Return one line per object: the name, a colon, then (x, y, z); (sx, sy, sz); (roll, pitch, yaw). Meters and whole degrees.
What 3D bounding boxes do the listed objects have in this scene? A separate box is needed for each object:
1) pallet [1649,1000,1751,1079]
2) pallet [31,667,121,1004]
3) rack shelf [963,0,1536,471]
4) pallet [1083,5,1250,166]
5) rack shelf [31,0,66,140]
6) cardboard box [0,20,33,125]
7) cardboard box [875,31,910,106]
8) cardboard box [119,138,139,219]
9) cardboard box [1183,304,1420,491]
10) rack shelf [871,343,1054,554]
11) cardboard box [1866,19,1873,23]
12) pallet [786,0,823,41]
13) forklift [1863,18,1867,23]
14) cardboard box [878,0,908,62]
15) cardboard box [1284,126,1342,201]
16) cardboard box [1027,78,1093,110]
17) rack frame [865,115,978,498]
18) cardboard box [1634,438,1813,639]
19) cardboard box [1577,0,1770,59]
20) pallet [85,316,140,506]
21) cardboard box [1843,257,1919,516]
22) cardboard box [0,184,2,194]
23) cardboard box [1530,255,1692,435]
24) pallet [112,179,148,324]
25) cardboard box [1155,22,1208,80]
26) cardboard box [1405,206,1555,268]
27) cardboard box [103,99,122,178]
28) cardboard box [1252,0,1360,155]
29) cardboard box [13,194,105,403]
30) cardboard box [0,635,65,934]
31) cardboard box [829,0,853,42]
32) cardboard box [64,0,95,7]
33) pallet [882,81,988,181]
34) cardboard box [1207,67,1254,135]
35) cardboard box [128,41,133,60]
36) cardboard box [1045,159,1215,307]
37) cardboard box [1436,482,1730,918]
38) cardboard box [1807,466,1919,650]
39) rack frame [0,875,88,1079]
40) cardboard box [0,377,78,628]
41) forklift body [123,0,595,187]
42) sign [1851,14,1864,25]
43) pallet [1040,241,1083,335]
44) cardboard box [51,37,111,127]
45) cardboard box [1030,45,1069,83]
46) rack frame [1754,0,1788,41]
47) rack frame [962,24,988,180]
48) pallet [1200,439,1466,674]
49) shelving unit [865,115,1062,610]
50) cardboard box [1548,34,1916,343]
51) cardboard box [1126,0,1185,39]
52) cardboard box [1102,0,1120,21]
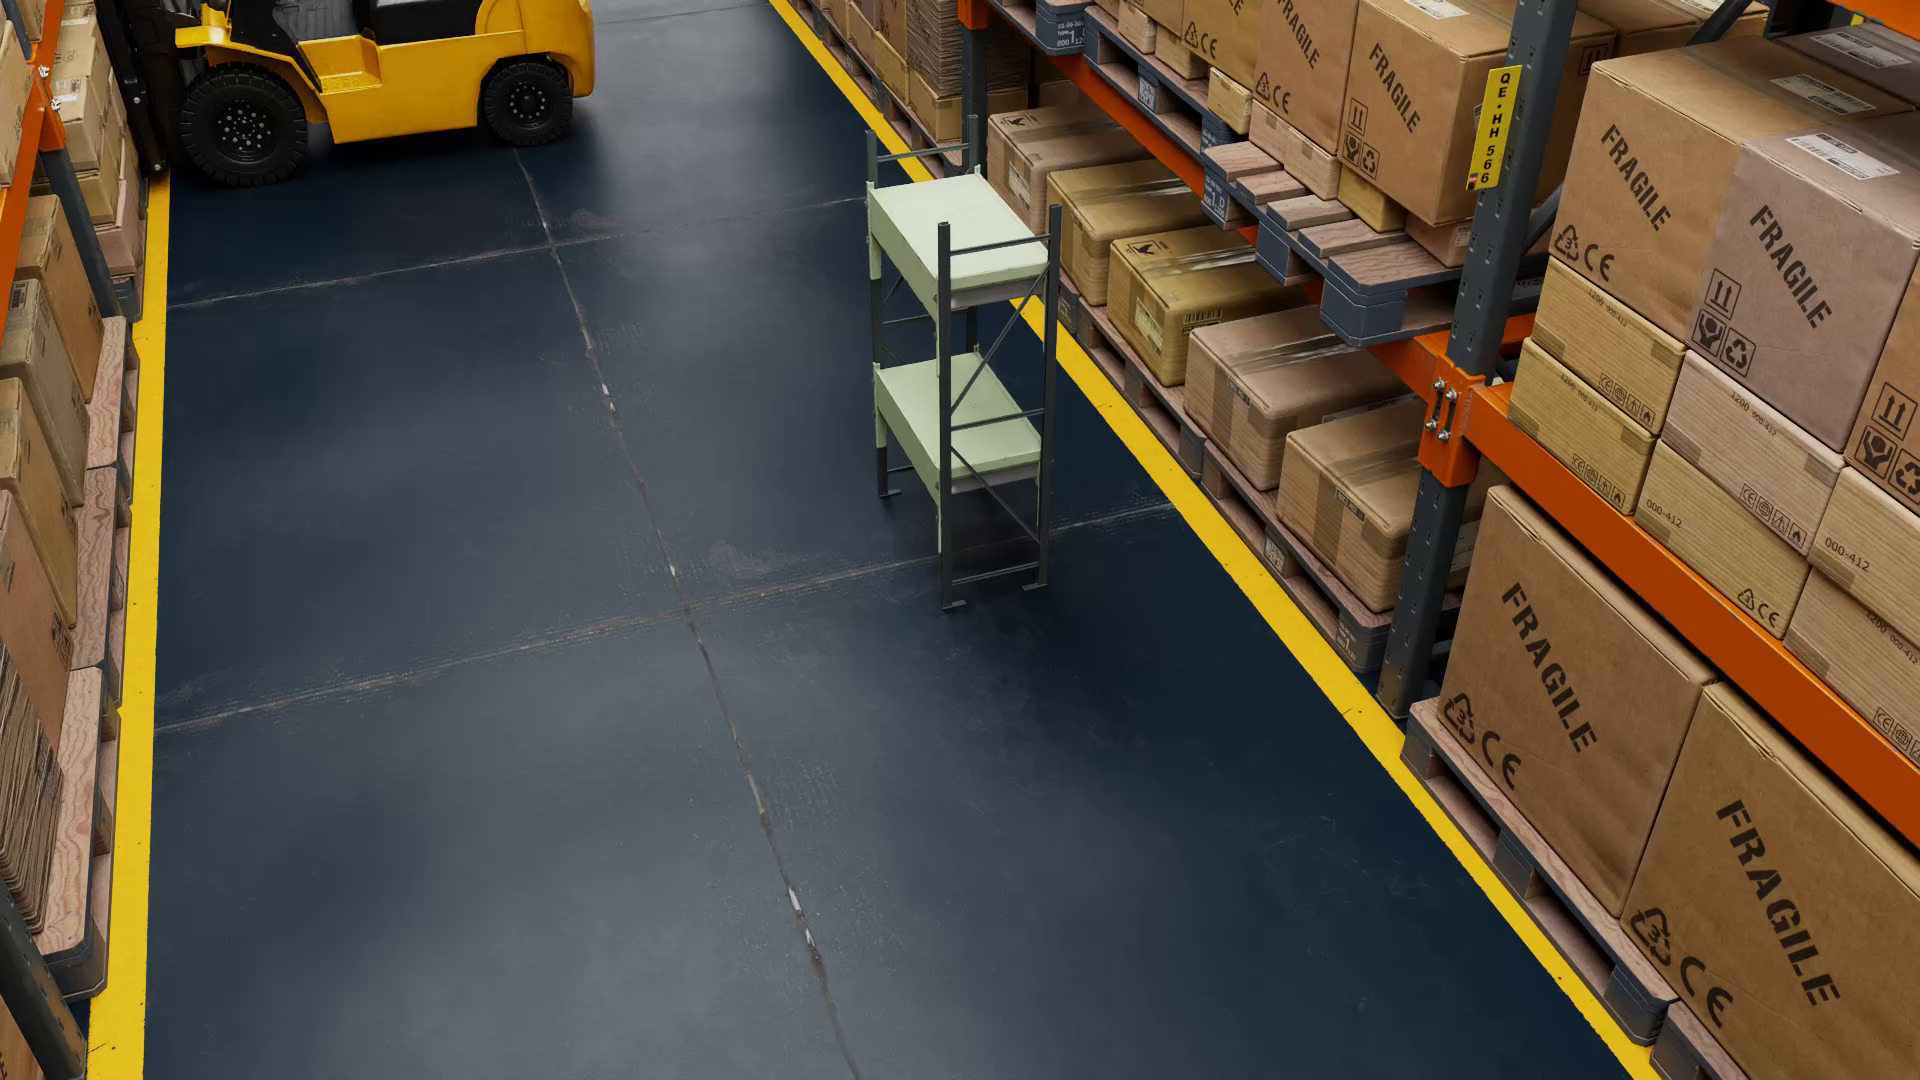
pallet: (2.491, 1.525, 4.050); (1.003, 0.211, 1.213); (-12, 39, -16)
pallet: (-3.031, 0.932, 4.837); (1.003, 0.211, 1.213); (-12, 39, -16)
rack shelf: (1.186, -1.581, 6.453); (1.077, 0.370, 4.000); (-12, 39, -16)
pallet: (1.155, -1.771, 6.268); (1.003, 0.211, 1.213); (-12, 39, -16)
rack shelf: (-4.849, -2.810, 8.086); (1.077, 0.370, 4.000); (-12, 39, -16)
cardboard box: (-3.742, -1.678, 6.109); (0.500, 0.250, 0.500); (-12, 39, -15)
cardboard box: (-0.150, -2.644, 9.204); (0.500, 0.250, 0.500); (-13, 39, -17)
cardboard box: (-4.206, -1.663, 7.901); (0.500, 0.250, 0.500); (-13, 39, -17)
cardboard box: (1.428, -0.593, 6.379); (0.950, 0.372, 0.625); (-13, 39, -17)
rack shelf: (-0.002, -0.342, 6.000); (0.431, 0.370, 0.720); (-12, 39, -16)
cardboard box: (5.409, -3.017, 9.283); (1.050, 0.750, 0.750); (-13, 39, -16)
pallet: (-0.606, -3.634, 10.900); (1.003, 0.211, 1.213); (-12, 39, -16)
forklift: (3.269, -1.609, 5.950); (1.130, 2.935, 3.031); (-11, 38, -15)
cardboard box: (-0.134, -2.932, 8.963); (0.500, 0.500, 0.500); (-12, 39, -15)
cardboard box: (1.252, -1.212, 5.225); (0.380, 0.149, 0.250); (-13, 39, -16)
cardboard box: (0.549, -2.456, 8.954); (0.500, 0.250, 0.500); (-14, 39, -18)
rack frame: (-0.128, -0.810, 6.078); (0.400, 1.500, 0.023); (-12, 39, -16)
cardboard box: (2.000, -0.063, 3.966); (0.500, 0.250, 0.500); (-14, 39, -17)
cardboard box: (1.937, -1.367, 4.892); (0.500, 0.500, 0.500); (-14, 39, -17)
pallet: (-3.871, -0.446, 6.667); (1.003, 0.211, 1.213); (-12, 39, -16)
cardboard box: (2.158, -0.275, 3.207); (0.500, 0.500, 0.500); (-11, 38, -15)
cardboard box: (-3.422, -1.108, 5.352); (0.500, 0.250, 0.500); (-12, 39, -16)
cardboard box: (1.817, -0.541, 4.184); (0.500, 0.250, 0.500); (-13, 39, -16)
pallet: (-4.395, -1.312, 7.816); (1.003, 0.211, 1.213); (-12, 39, -16)
cardboard box: (0.933, -1.801, 6.008); (0.380, 0.149, 0.250); (-14, 39, -17)
cardboard box: (1.541, -0.942, 4.867); (0.380, 0.149, 0.250); (-11, 38, -14)
cardboard box: (-4.213, -1.858, 7.745); (0.500, 0.250, 0.500); (-13, 39, -16)
cardboard box: (1.269, -1.554, 5.140); (0.500, 0.500, 0.500); (-13, 39, -17)
cardboard box: (-3.971, -0.895, 6.569); (0.875, 0.625, 0.625); (-11, 38, -14)
cardboard box: (-2.986, 0.717, 4.429); (0.875, 0.625, 0.625); (-11, 38, -15)
cardboard box: (-0.492, -3.218, 9.966); (0.500, 0.250, 0.500); (-10, 38, -13)
cardboard box: (-4.555, -2.643, 8.371); (0.500, 0.250, 0.500); (-13, 39, -17)
pallet: (0.234, -2.256, 9.070); (1.003, 0.211, 1.213); (-12, 39, -16)
cardboard box: (1.065, -1.508, 5.619); (0.380, 0.149, 0.250); (-12, 39, -15)
cardboard box: (-4.717, -2.714, 8.880); (0.500, 0.250, 0.500); (-13, 39, -17)
cardboard box: (0.932, -1.415, 7.470); (0.950, 0.372, 0.625); (-10, 38, -13)
cardboard box: (2.034, 0.350, 4.709); (0.875, 0.875, 0.875); (-13, 39, -16)
cardboard box: (2.154, 0.036, 3.419); (0.500, 0.250, 0.500); (-13, 39, -16)
rack frame: (-2.785, 0.292, 3.370); (1.000, 3.000, 0.127); (-12, 39, -16)
cardboard box: (-3.451, -0.031, 5.422); (0.875, 0.625, 0.625); (-14, 39, -18)
forklift body: (-3.172, -3.195, 8.704); (2.313, 2.155, 1.214); (-12, 39, -16)
sign: (2.395, -1.317, 4.544); (0.100, 0.325, 0.005); (-12, 39, -16)
pallet: (0.767, -1.444, 7.992); (1.003, 0.211, 1.213); (-12, 39, -16)
cardboard box: (-4.199, -2.066, 7.605); (0.500, 0.250, 0.500); (-12, 39, -16)
cardboard box: (0.549, -2.756, 8.729); (0.500, 0.500, 0.500); (-11, 38, -14)
rack frame: (5.111, -4.080, 9.173); (1.000, 3.000, 0.127); (-12, 39, -16)
rack frame: (0.498, -2.998, 7.737); (1.000, 3.000, 0.127); (-12, 39, -16)
pallet: (1.607, -0.066, 6.162); (1.003, 0.211, 1.213); (-12, 39, -16)
shelving unit: (-0.002, -0.603, 5.804); (0.431, 1.500, 0.755); (-12, 39, -16)
cardboard box: (1.815, -0.848, 3.969); (0.500, 0.500, 0.500); (-14, 39, -17)
cardboard box: (0.907, -2.147, 5.928); (0.500, 0.500, 0.500); (-14, 39, -18)
cardboard box: (0.771, -2.106, 6.413); (0.380, 0.149, 0.250); (-12, 39, -16)
